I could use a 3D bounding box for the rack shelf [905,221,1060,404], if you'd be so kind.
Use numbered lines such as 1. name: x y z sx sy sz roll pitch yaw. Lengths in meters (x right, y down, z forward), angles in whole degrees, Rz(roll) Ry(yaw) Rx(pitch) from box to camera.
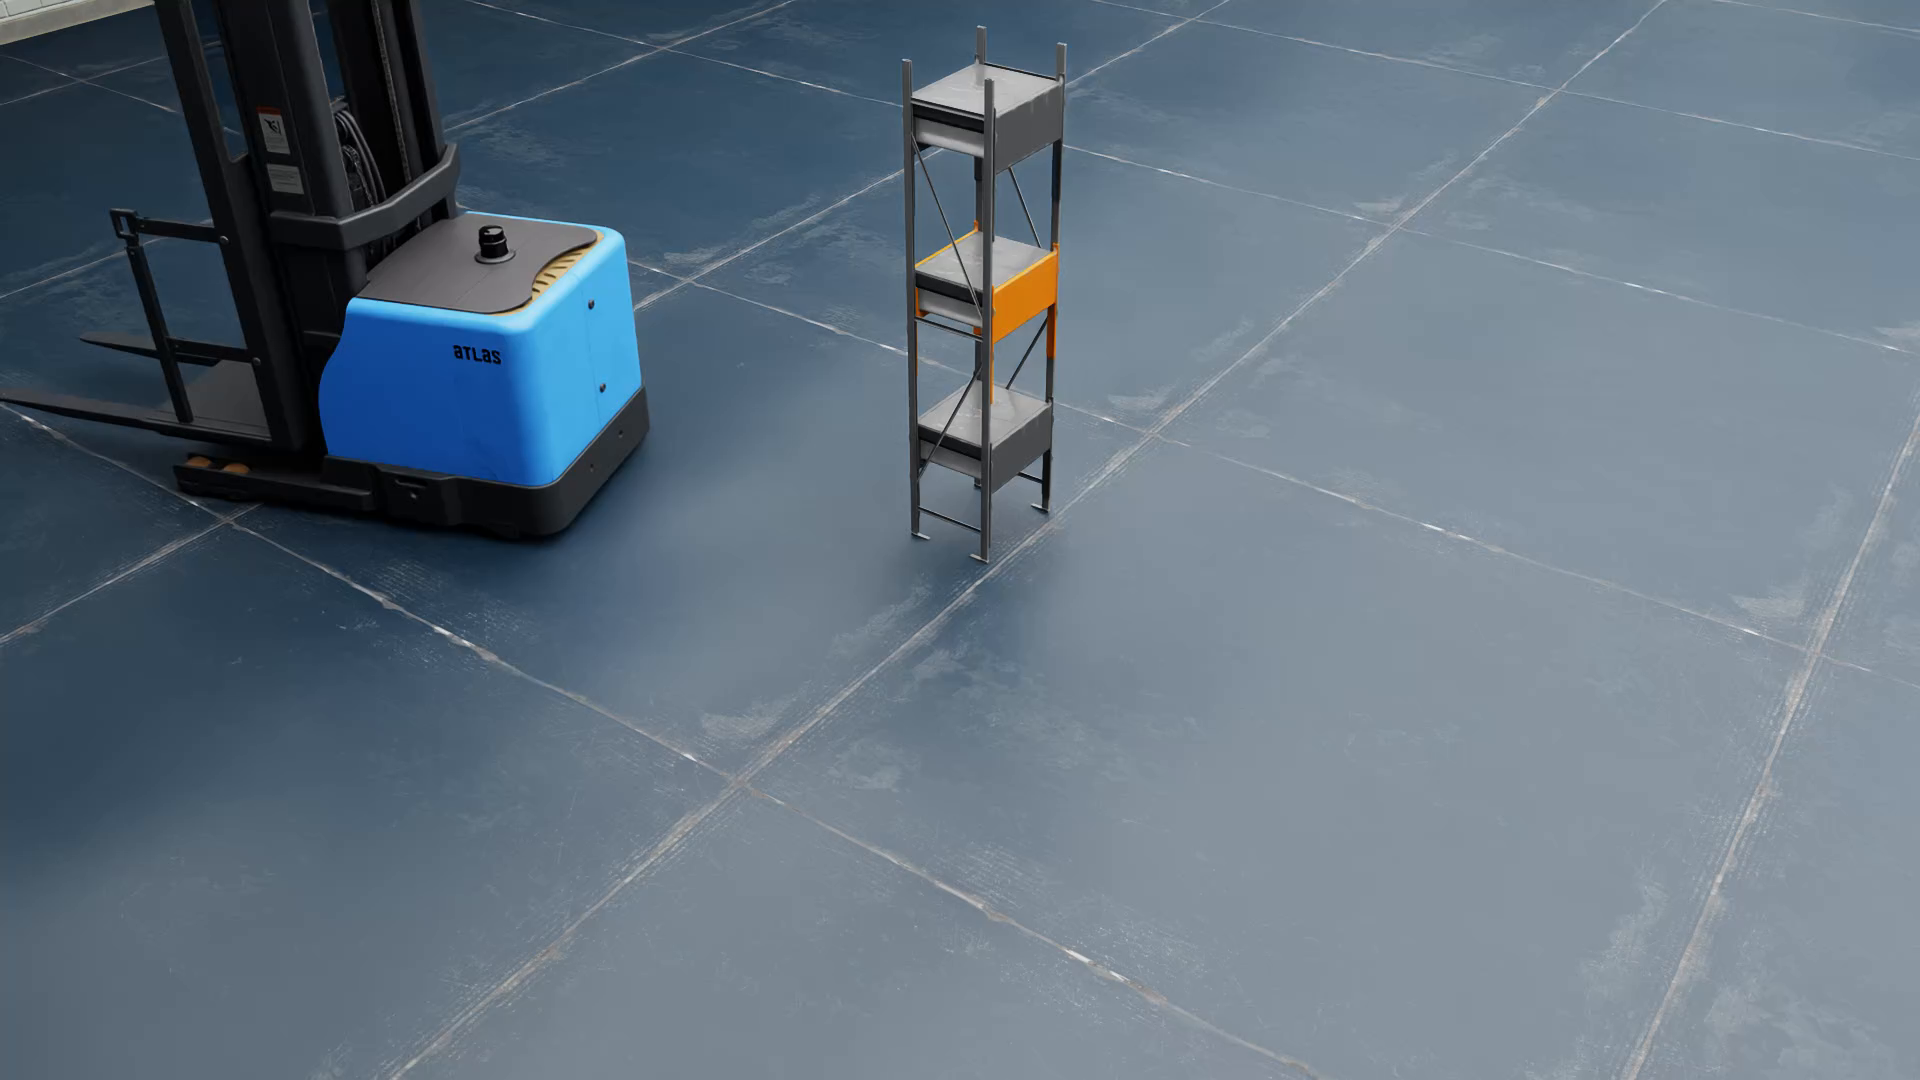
1. rack shelf: 0.094 -0.935 6.782 0.431 0.518 0.480 21 39 28

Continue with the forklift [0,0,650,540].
1. forklift: -3.049 -1.670 7.103 3.031 2.935 1.130 9 35 13

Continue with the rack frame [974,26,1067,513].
1. rack frame: 0.234 -1.058 6.940 0.400 2.100 0.015 21 39 28

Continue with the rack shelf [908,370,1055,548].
1. rack shelf: 0.094 -0.355 7.174 0.431 0.518 0.480 21 39 28

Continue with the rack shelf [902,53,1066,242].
1. rack shelf: 0.094 -1.515 6.390 0.431 0.518 0.480 21 39 28

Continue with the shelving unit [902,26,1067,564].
1. shelving unit: 0.094 -0.946 6.774 0.431 2.100 0.503 21 39 28

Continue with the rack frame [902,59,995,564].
1. rack frame: -0.045 -0.834 6.608 0.400 2.100 0.015 21 39 28
